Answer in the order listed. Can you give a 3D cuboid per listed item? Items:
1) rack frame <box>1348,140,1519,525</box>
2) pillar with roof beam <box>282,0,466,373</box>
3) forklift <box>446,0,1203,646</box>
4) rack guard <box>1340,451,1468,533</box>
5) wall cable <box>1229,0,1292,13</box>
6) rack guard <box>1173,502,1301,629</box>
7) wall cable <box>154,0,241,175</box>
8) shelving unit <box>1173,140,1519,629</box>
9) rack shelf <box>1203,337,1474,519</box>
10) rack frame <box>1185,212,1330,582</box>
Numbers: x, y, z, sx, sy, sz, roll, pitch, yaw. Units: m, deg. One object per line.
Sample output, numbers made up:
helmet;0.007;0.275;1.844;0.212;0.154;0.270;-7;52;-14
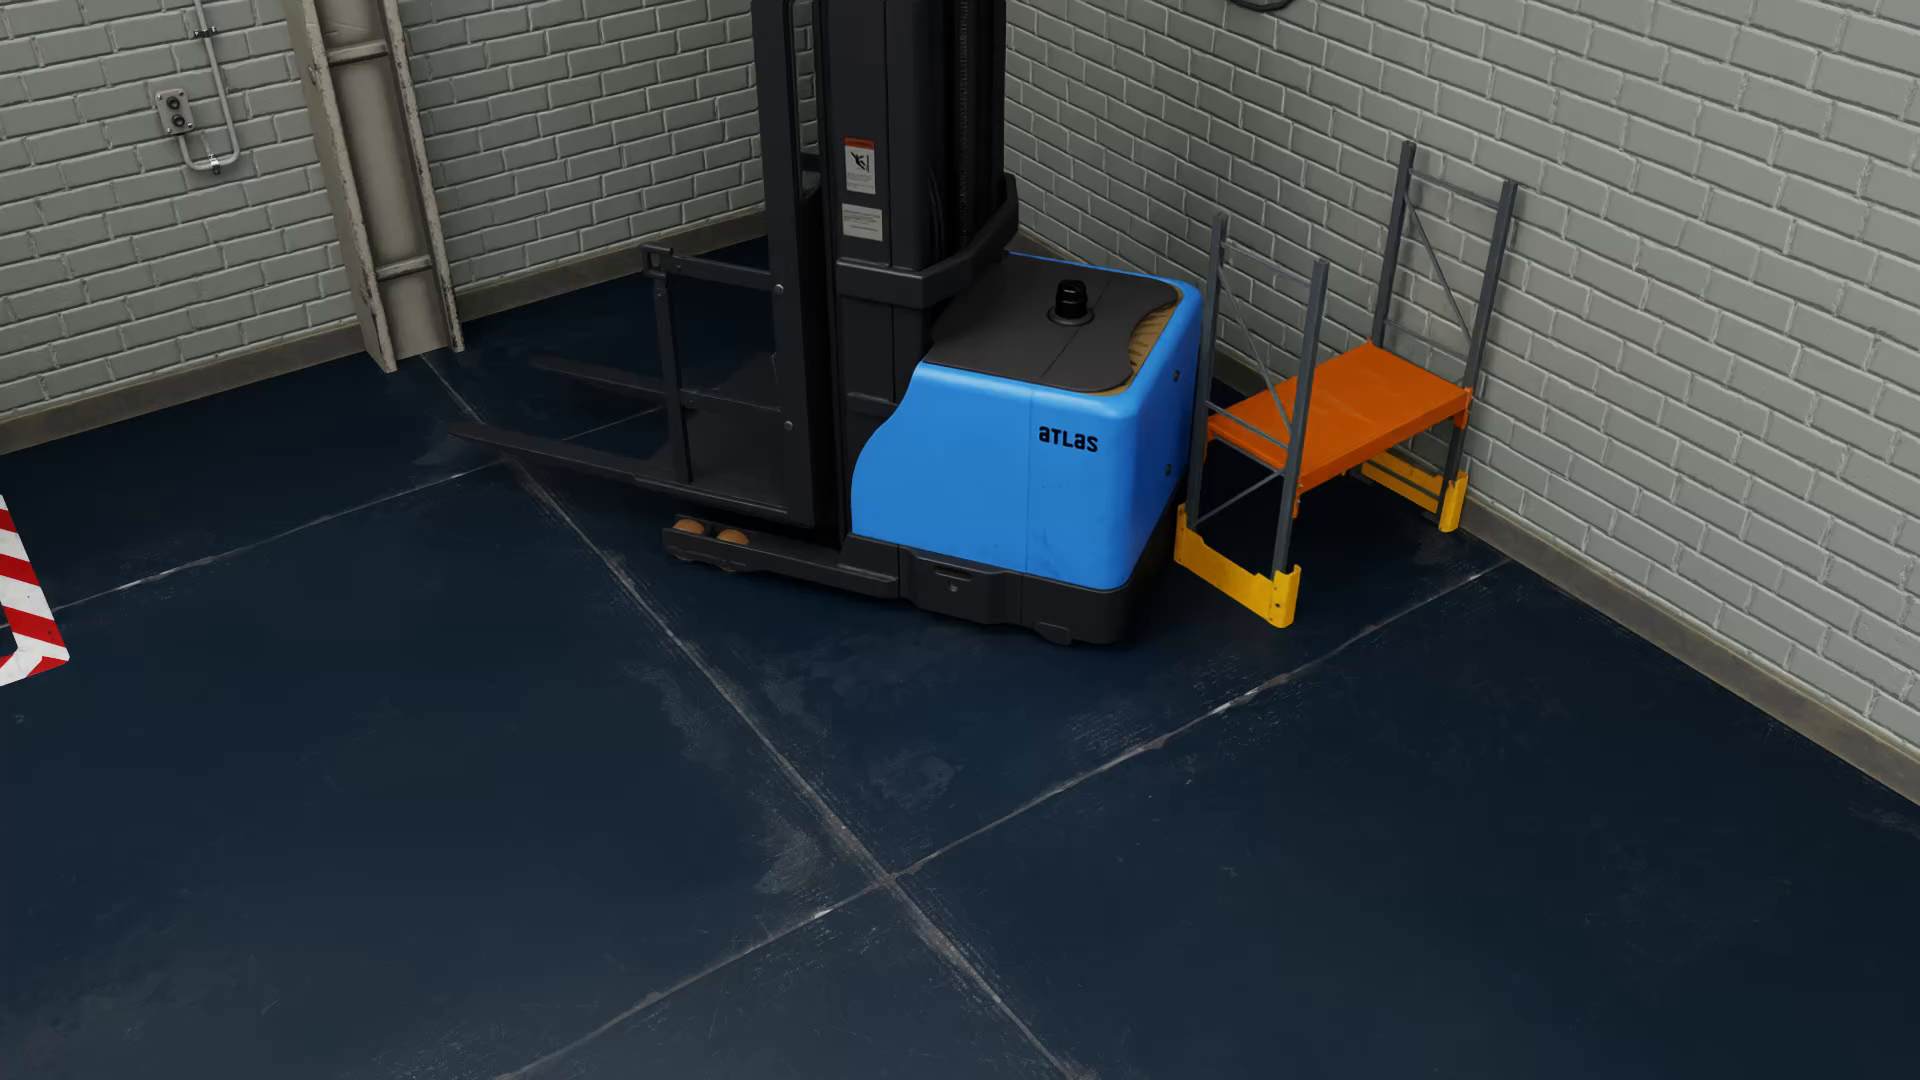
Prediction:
rack frame;1.836;-0.782;6.553;0.032;1.500;0.500;-25;43;-31
pillar with roof beam;-0.153;-2.525;2.553;0.400;9.000;9.100;-22;41;-28
forklift;-0.641;-1.337;6.099;3.031;2.935;1.130;13;38;17
rack guard;1.835;-0.274;6.917;0.087;0.250;0.587;-25;43;-31
wall cable;0.487;-3.730;6.888;0.112;2.526;3.097;-22;41;-28
rack guard;1.059;0.090;6.410;0.087;0.250;0.587;-25;43;-31
wall cable;-3.840;-2.117;6.255;1.851;1.984;0.084;-22;41;-28
shelving unit;1.447;-0.599;6.299;1.083;1.500;0.587;-25;43;-31
rack shelf;1.440;-0.450;6.399;1.000;0.185;0.538;-25;43;-31
rack frame;1.044;-0.410;6.036;0.032;1.500;0.500;-25;43;-31
